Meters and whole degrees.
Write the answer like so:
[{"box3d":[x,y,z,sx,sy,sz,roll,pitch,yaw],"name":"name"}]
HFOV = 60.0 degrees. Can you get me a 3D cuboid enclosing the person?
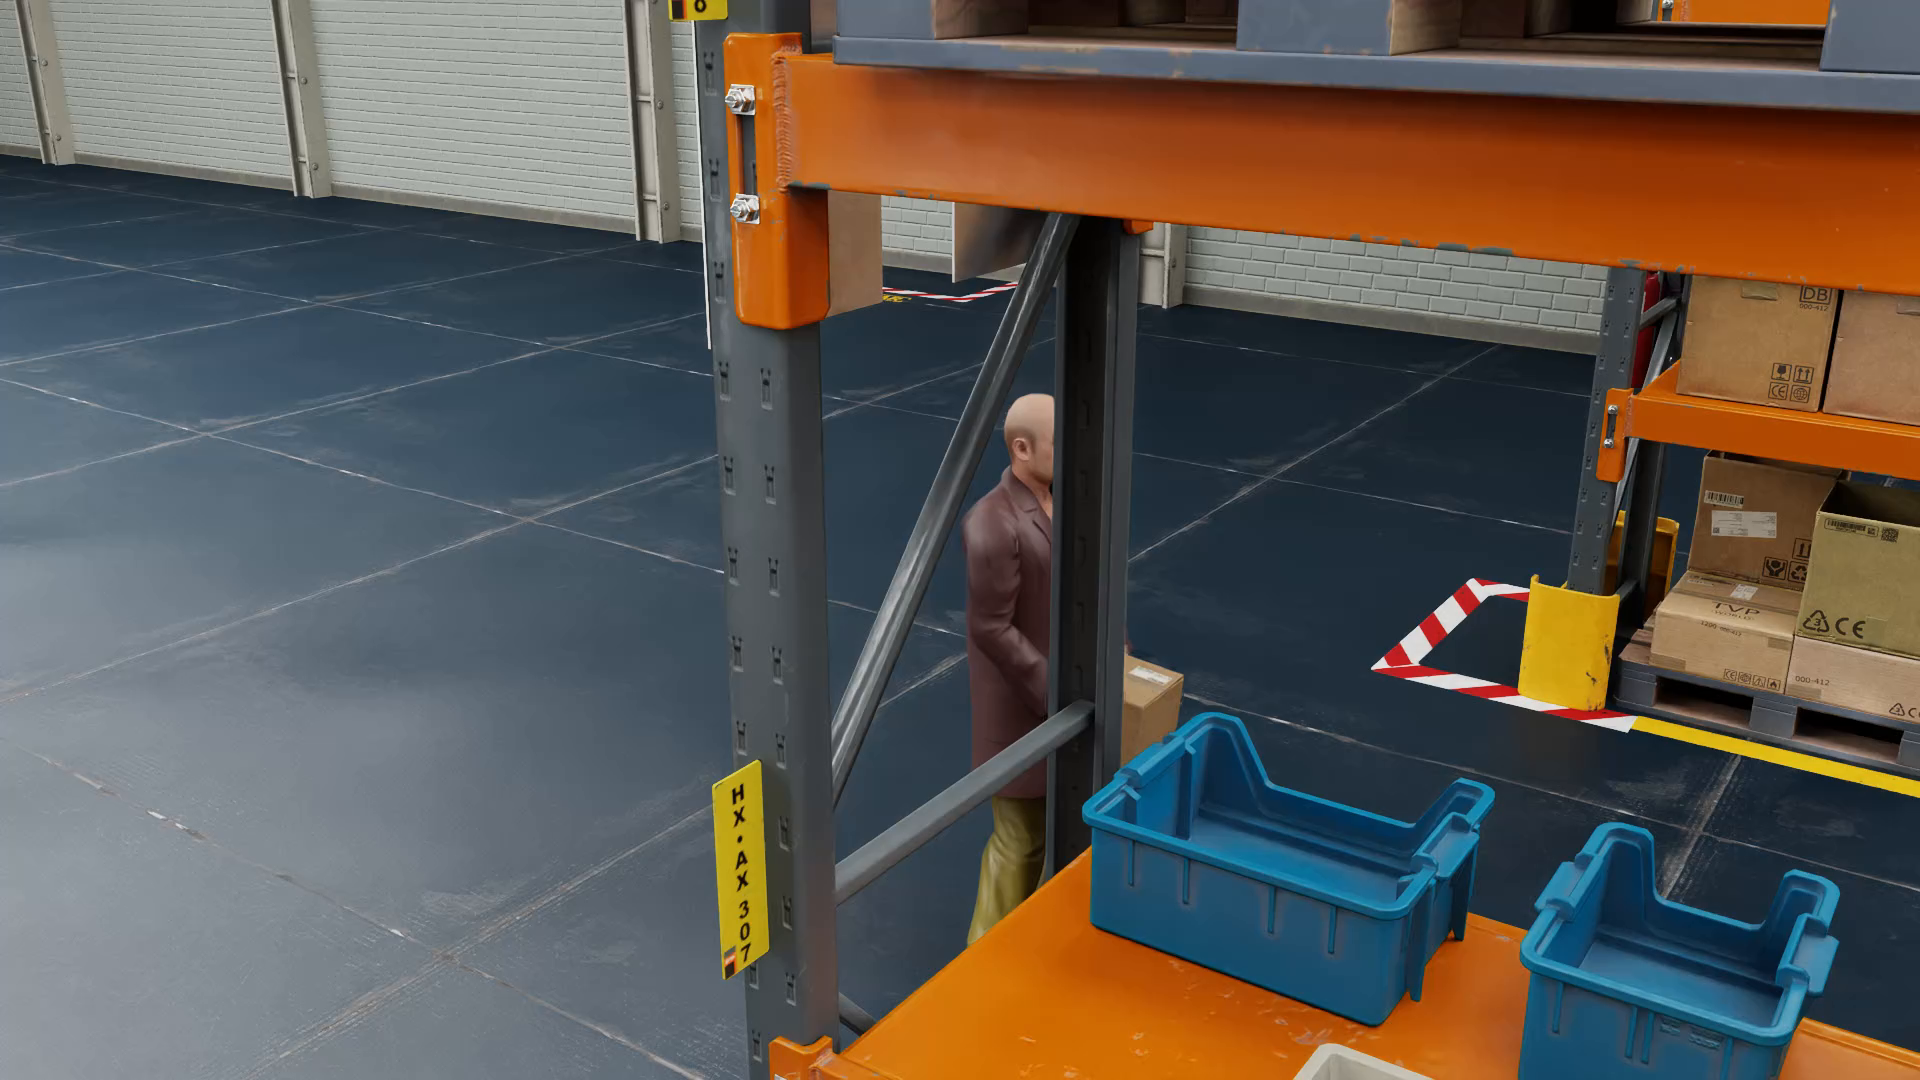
[{"box3d":[0.270,0.460,4.784,0.479,1.782,0.572,12,23,31],"name":"person"}]
